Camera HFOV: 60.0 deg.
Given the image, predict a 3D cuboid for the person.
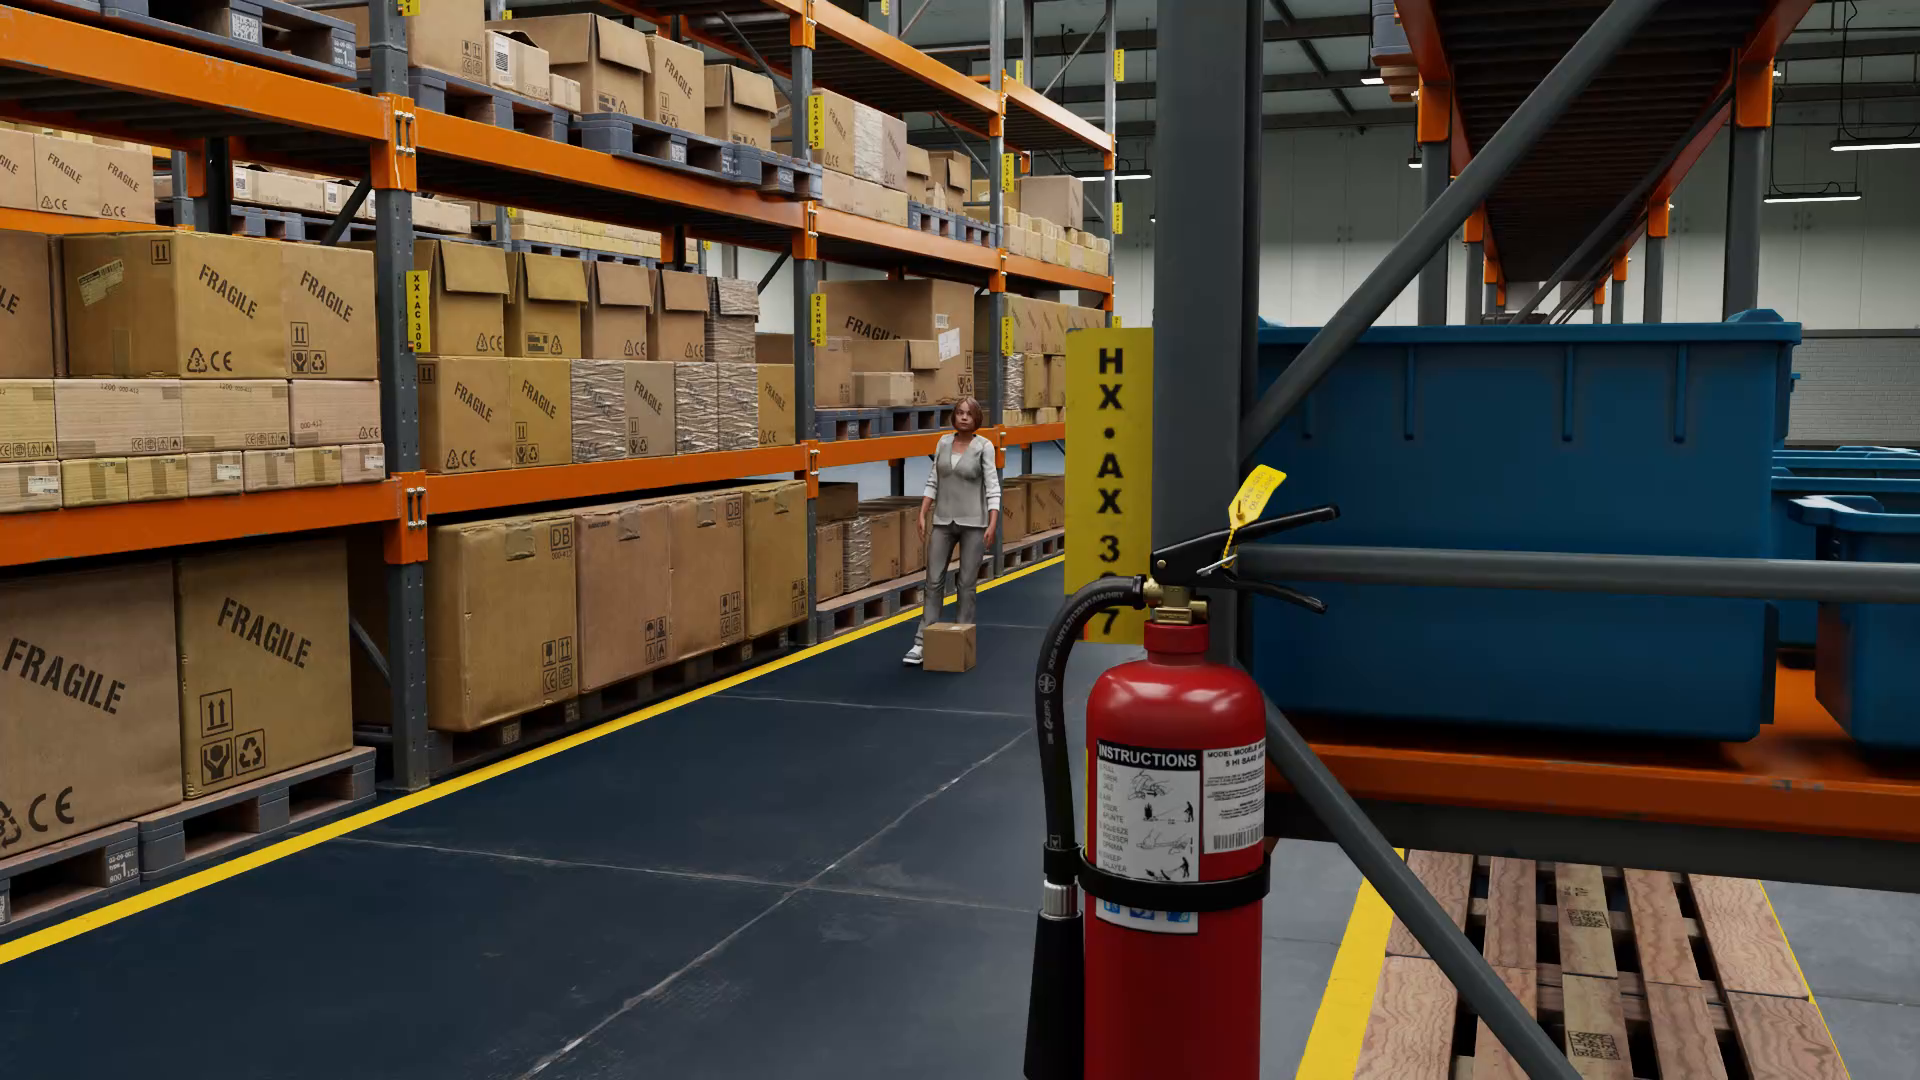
[{"bbox_3d":[-0.037,-0.059,9.981,0.521,1.600,0.472,2,6,19],"label":"person"}]
